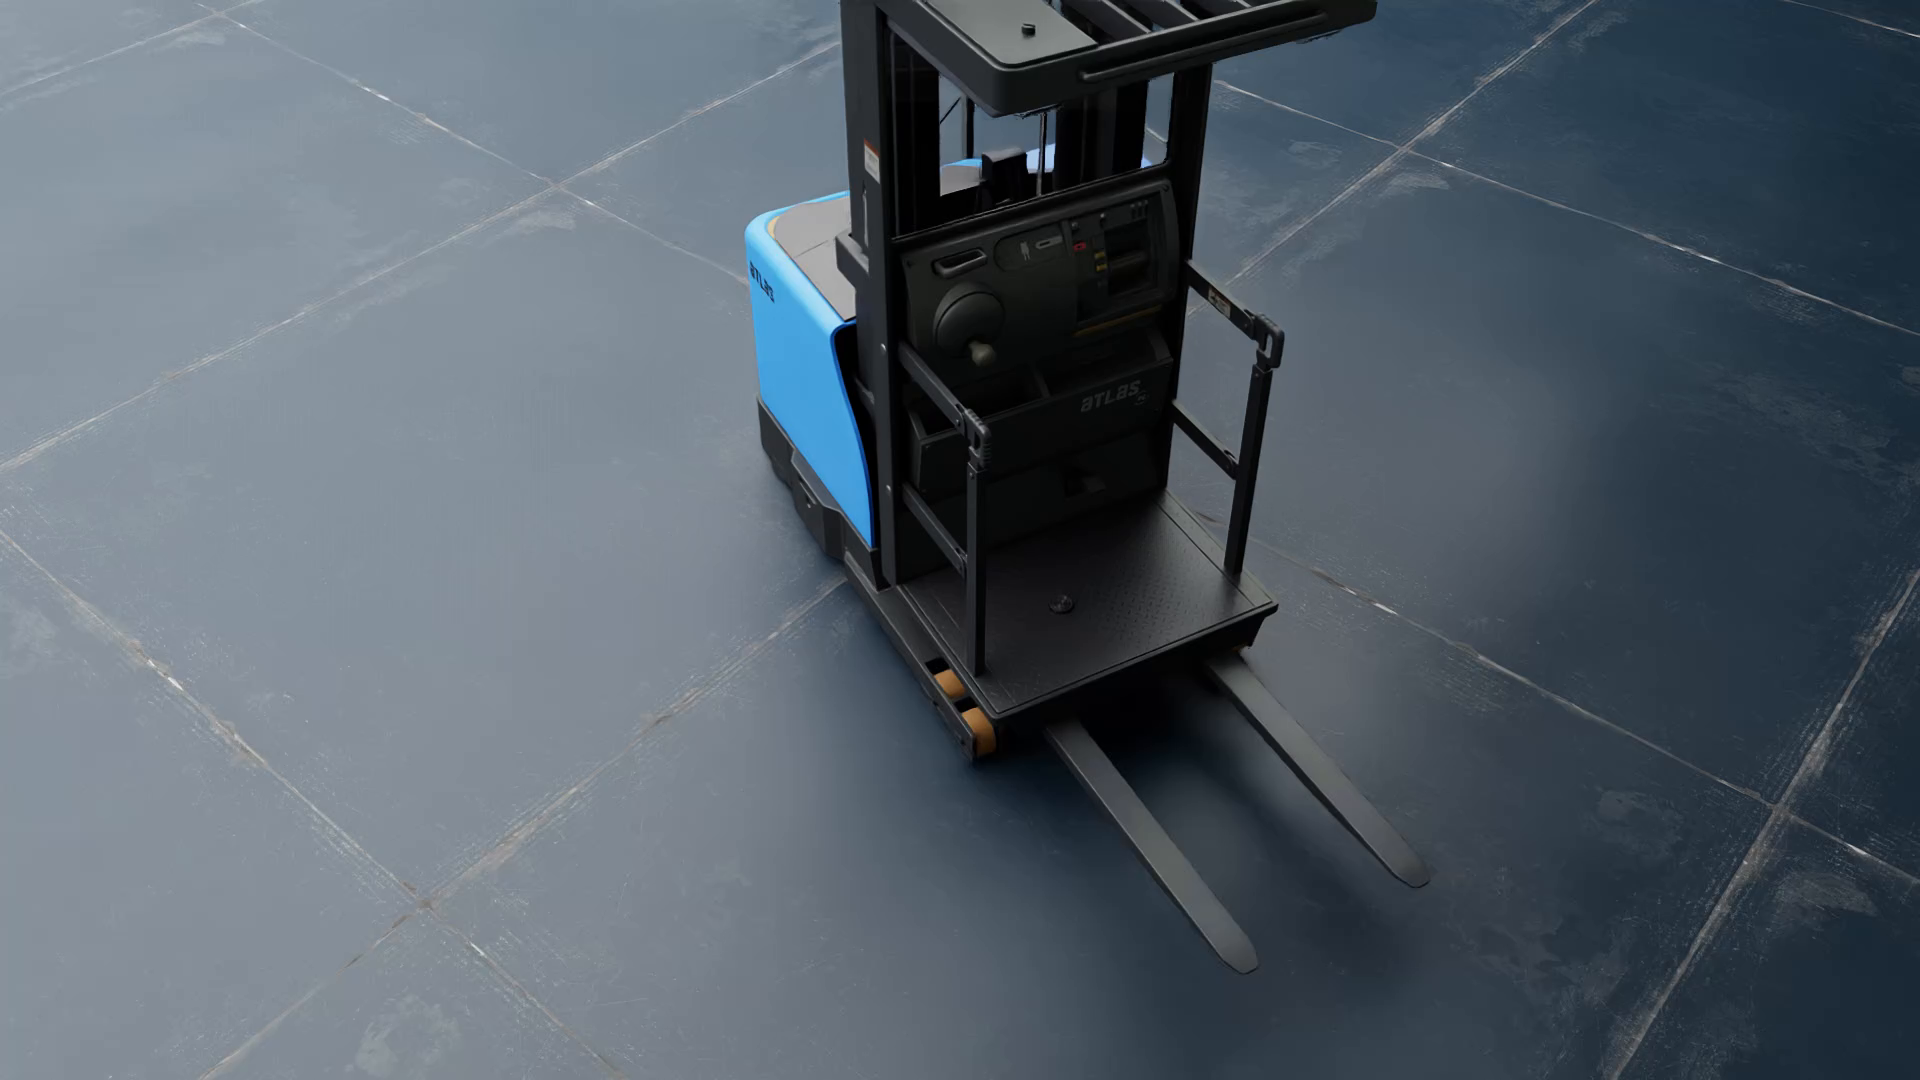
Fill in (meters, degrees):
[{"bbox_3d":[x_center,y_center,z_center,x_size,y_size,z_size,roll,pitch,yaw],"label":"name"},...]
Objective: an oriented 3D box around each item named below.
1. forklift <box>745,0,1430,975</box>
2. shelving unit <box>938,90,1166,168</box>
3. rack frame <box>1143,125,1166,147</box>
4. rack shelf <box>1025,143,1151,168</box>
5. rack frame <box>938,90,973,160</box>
[{"bbox_3d":[0.358,-0.720,4.863,1.130,2.935,3.031,-20,46,-21],"label":"forklift"},{"bbox_3d":[0.344,-1.566,6.858,1.048,1.500,0.538,-22,47,-22],"label":"shelving unit"},{"bbox_3d":[0.780,-1.742,7.050,0.032,1.500,0.500,-22,47,-22],"label":"rack frame"},{"bbox_3d":[0.344,-1.433,6.979,1.000,0.185,0.538,-22,47,-22],"label":"rack shelf"},{"bbox_3d":[-0.092,-1.391,6.665,0.032,1.500,0.500,-22,47,-22],"label":"rack frame"}]
